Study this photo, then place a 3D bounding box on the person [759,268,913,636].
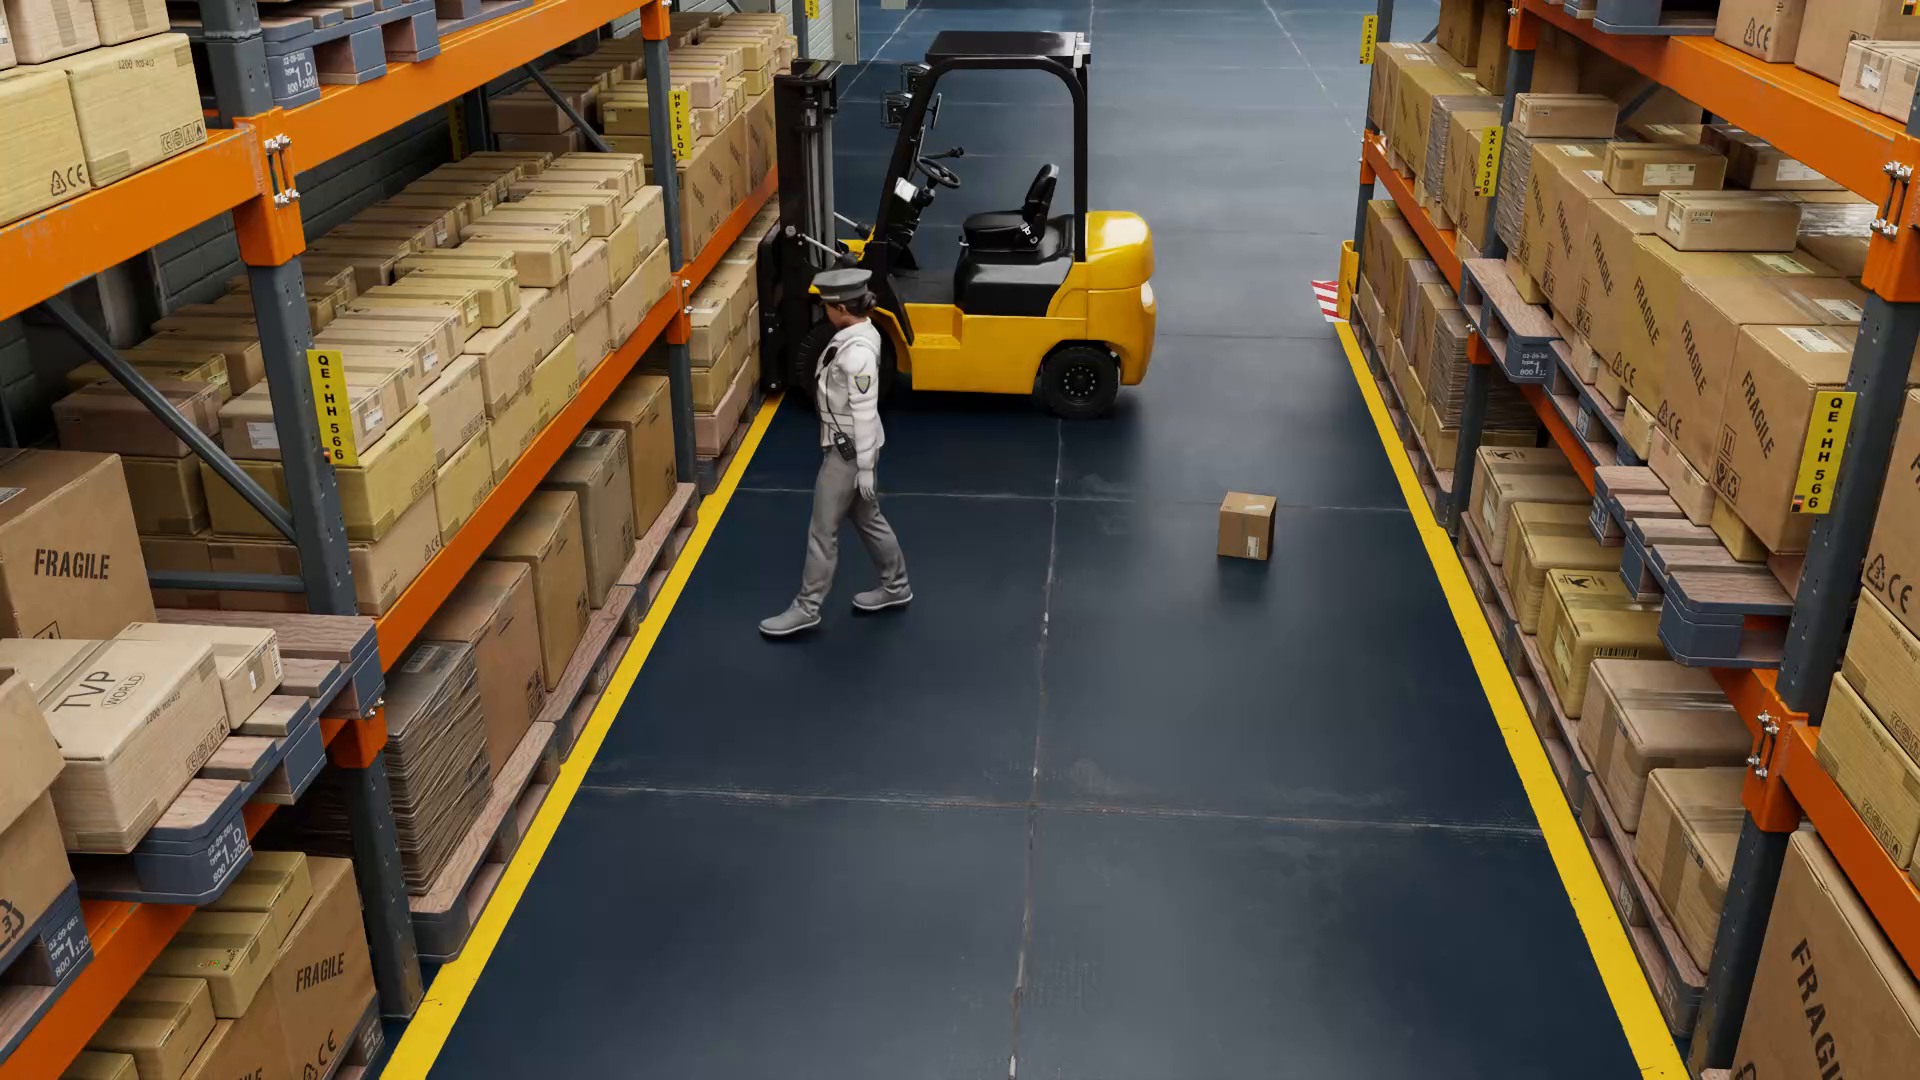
[{"bbox_3d":[-0.574,-0.406,7.457,0.708,1.647,0.513,-1,25,-2],"label":"person"}]
